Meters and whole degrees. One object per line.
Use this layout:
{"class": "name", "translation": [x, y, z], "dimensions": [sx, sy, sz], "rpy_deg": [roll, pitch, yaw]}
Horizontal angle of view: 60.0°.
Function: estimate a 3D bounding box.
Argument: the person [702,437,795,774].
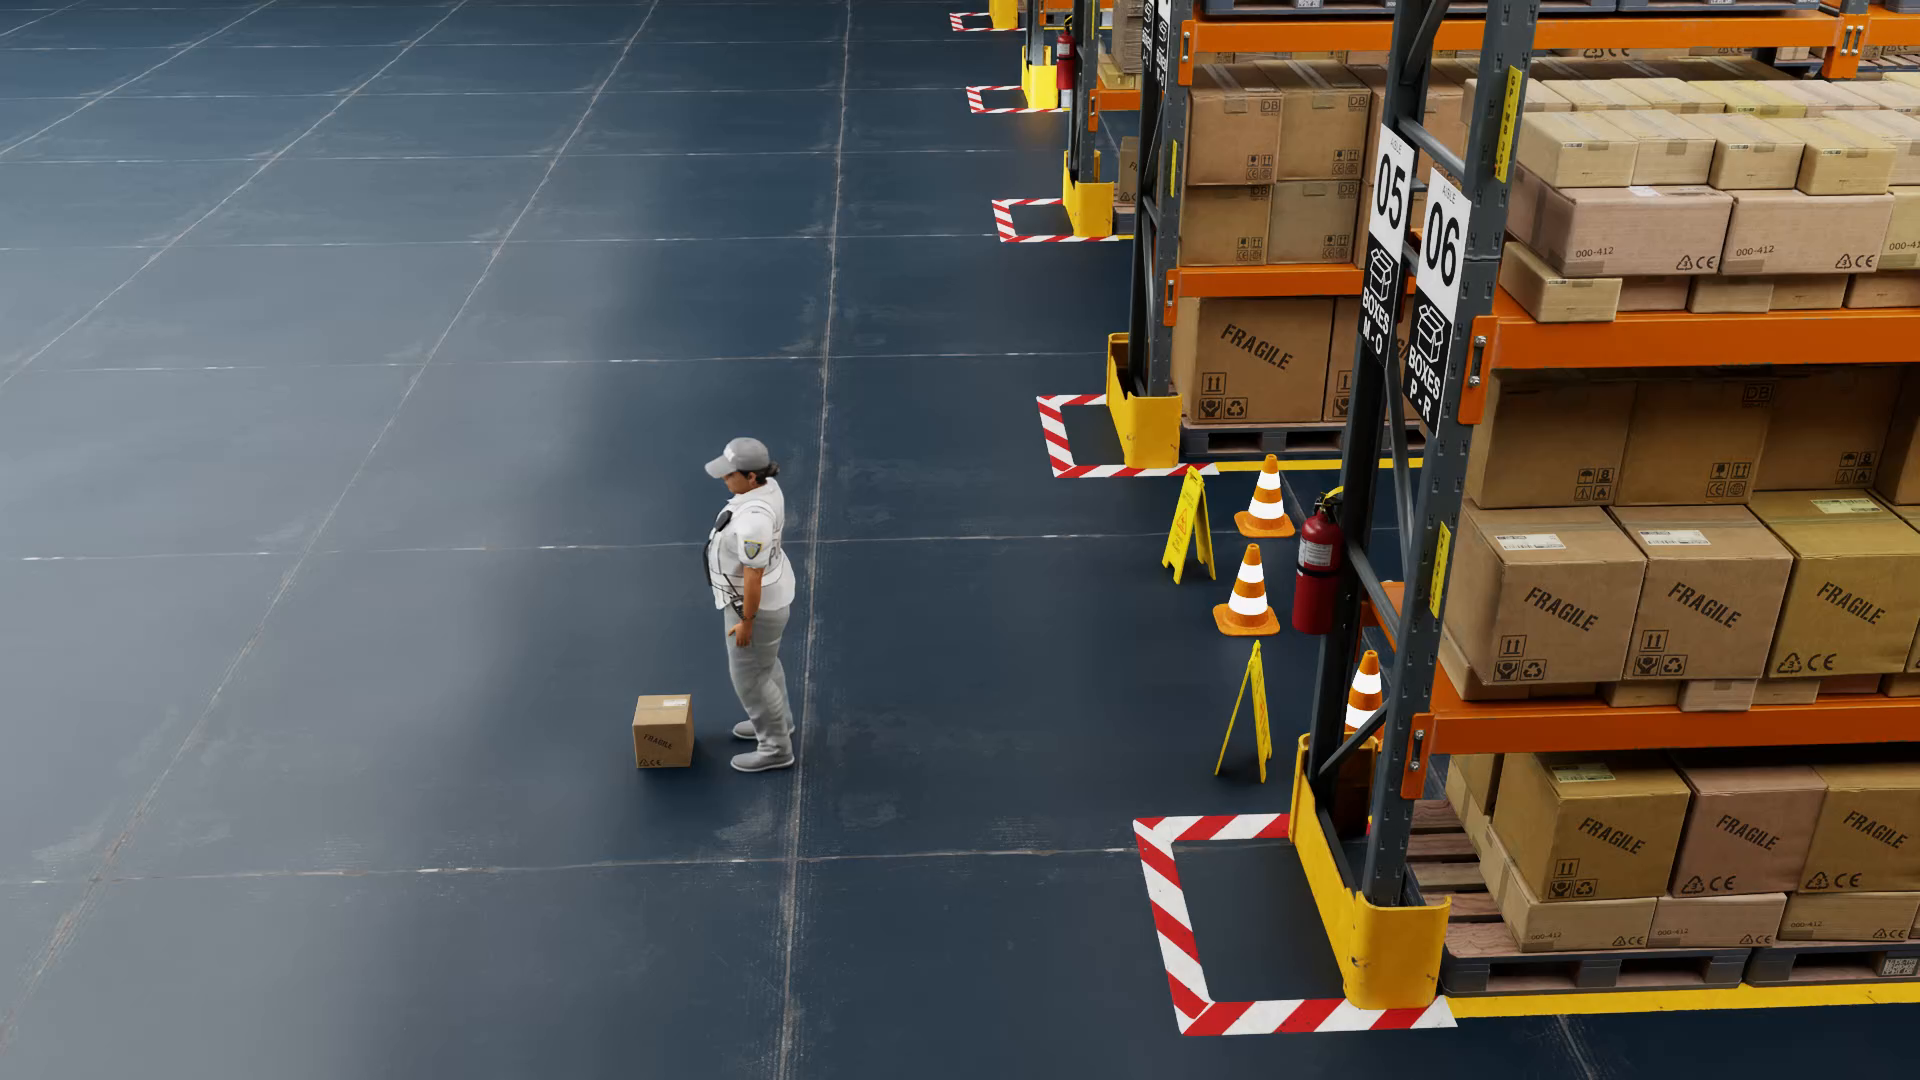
{"class": "person", "translation": [-0.951, 0.291, 7.643], "dimensions": [0.391, 1.659, 0.468], "rpy_deg": [-1, 28, -1]}
